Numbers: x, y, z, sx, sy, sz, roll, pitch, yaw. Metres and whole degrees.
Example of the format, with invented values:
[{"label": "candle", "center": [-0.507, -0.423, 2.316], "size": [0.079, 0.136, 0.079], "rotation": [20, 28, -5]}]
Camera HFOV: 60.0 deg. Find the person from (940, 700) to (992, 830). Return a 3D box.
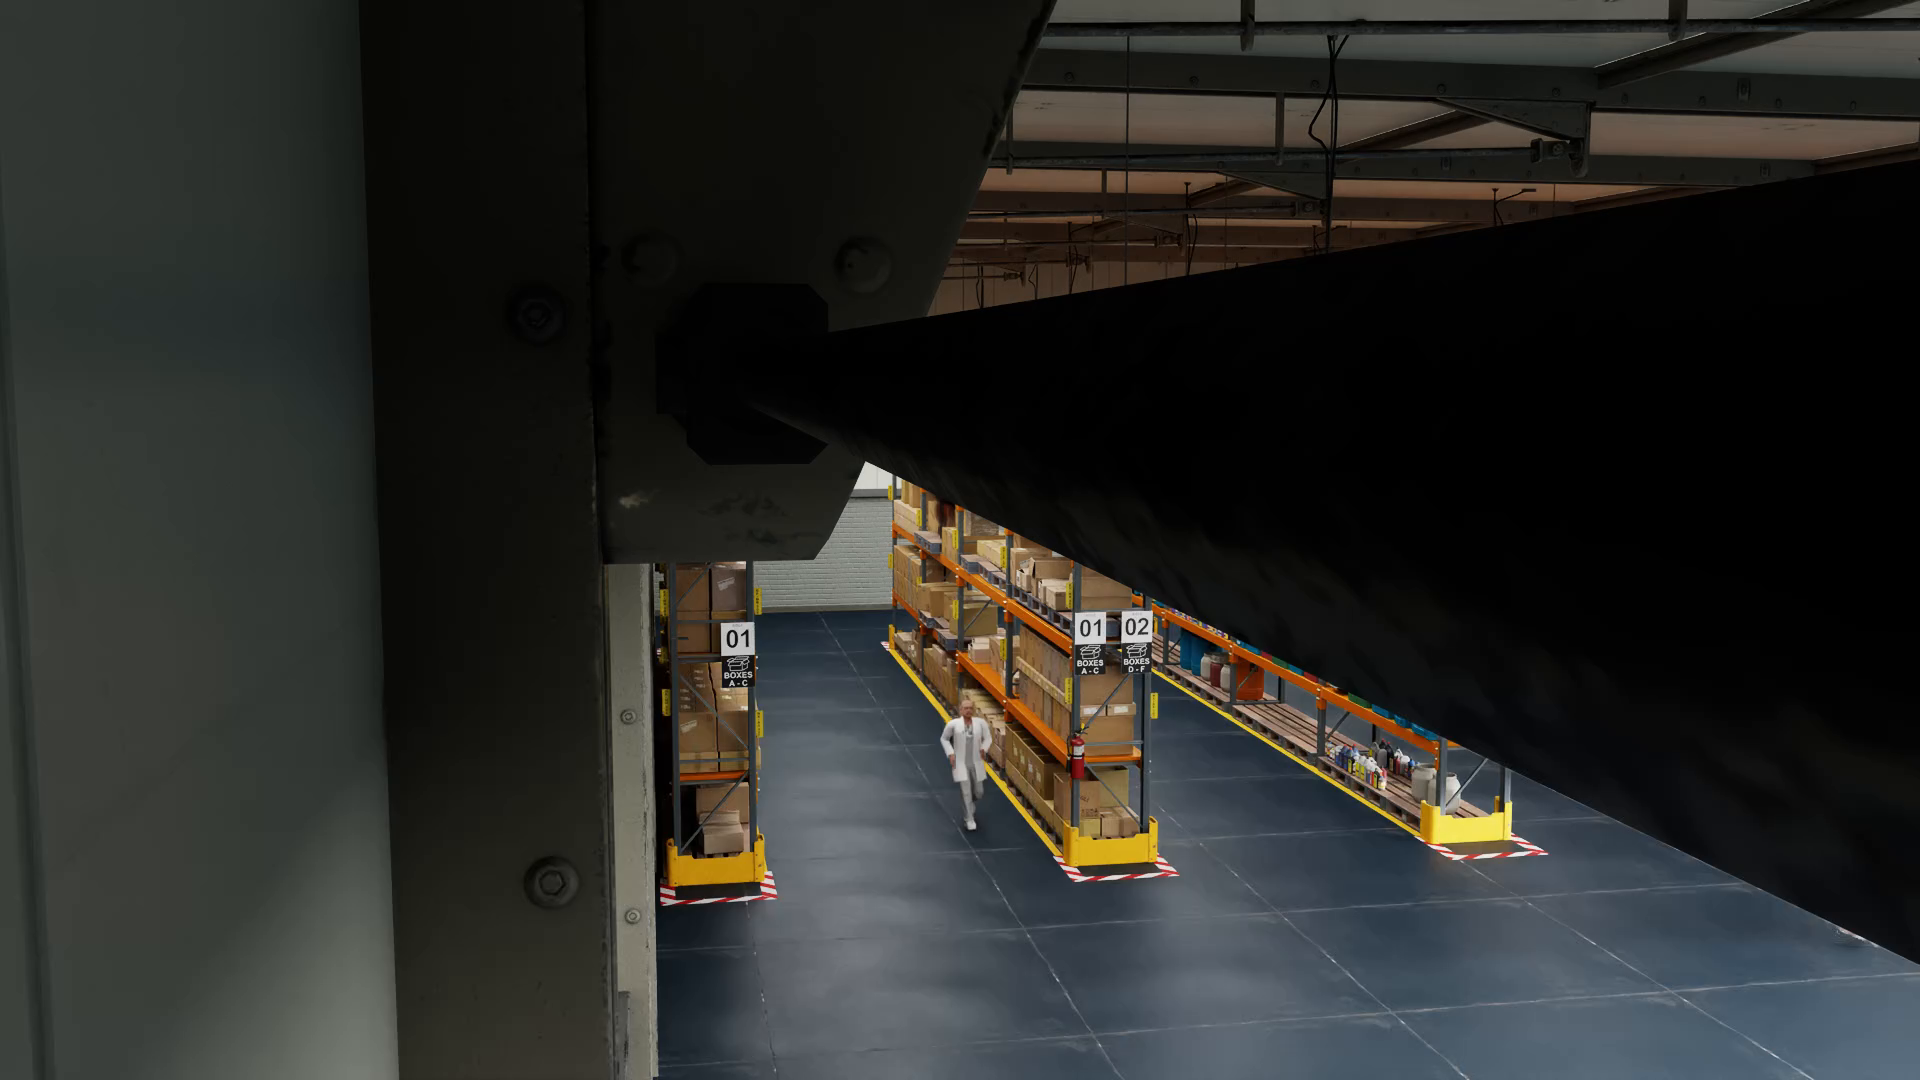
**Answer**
[{"label": "person", "center": [0.091, 3.025, 22.590], "size": [0.704, 1.734, 0.724], "rotation": [-1, 6, -10]}]
